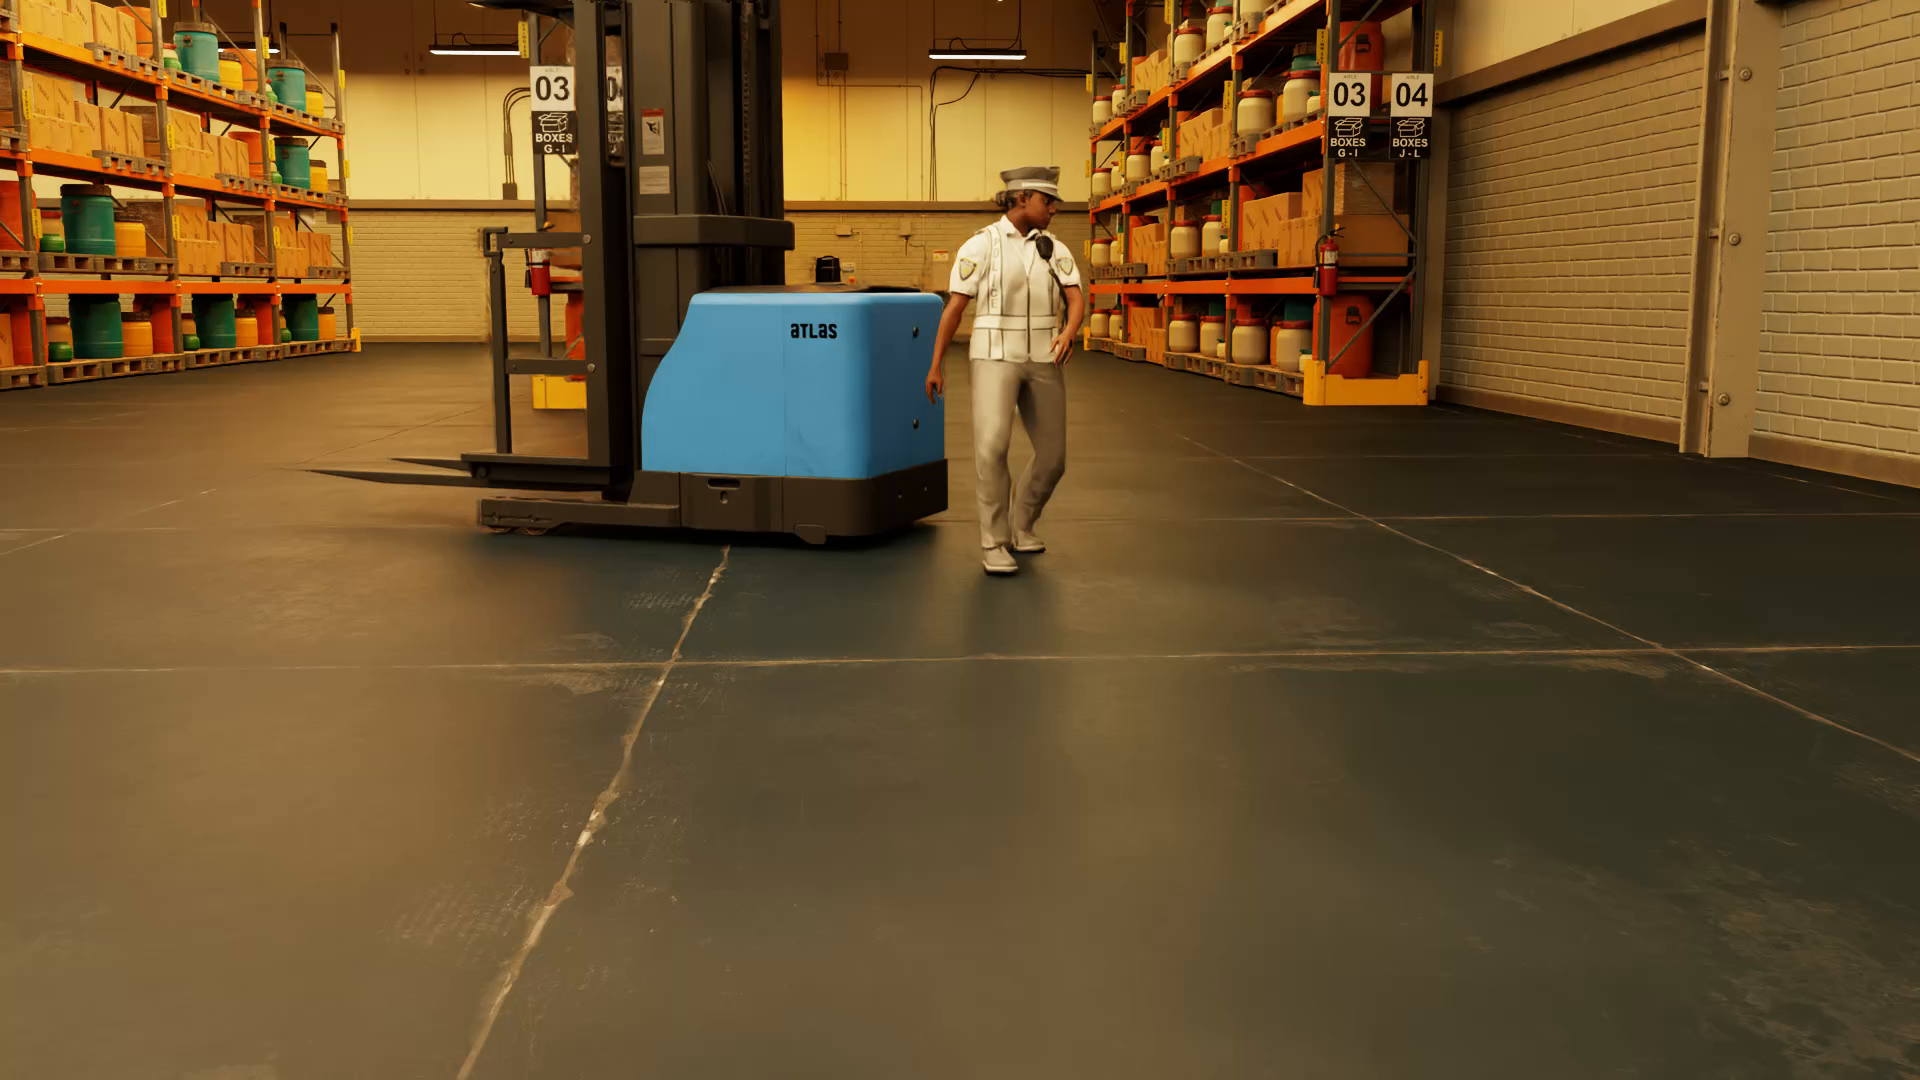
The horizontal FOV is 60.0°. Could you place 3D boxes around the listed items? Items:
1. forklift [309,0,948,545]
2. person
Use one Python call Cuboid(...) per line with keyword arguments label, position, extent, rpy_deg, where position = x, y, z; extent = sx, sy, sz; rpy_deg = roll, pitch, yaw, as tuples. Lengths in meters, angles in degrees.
Cuboid(label="forklift", position=(-1.630, -1.538, 7.687), extent=(3.031, 2.935, 1.130), rpy_deg=(3, 9, 20))
Cuboid(label="person", position=(0.184, -0.694, 6.618), extent=(0.623, 1.575, 0.803), rpy_deg=(-4, 9, -23))
